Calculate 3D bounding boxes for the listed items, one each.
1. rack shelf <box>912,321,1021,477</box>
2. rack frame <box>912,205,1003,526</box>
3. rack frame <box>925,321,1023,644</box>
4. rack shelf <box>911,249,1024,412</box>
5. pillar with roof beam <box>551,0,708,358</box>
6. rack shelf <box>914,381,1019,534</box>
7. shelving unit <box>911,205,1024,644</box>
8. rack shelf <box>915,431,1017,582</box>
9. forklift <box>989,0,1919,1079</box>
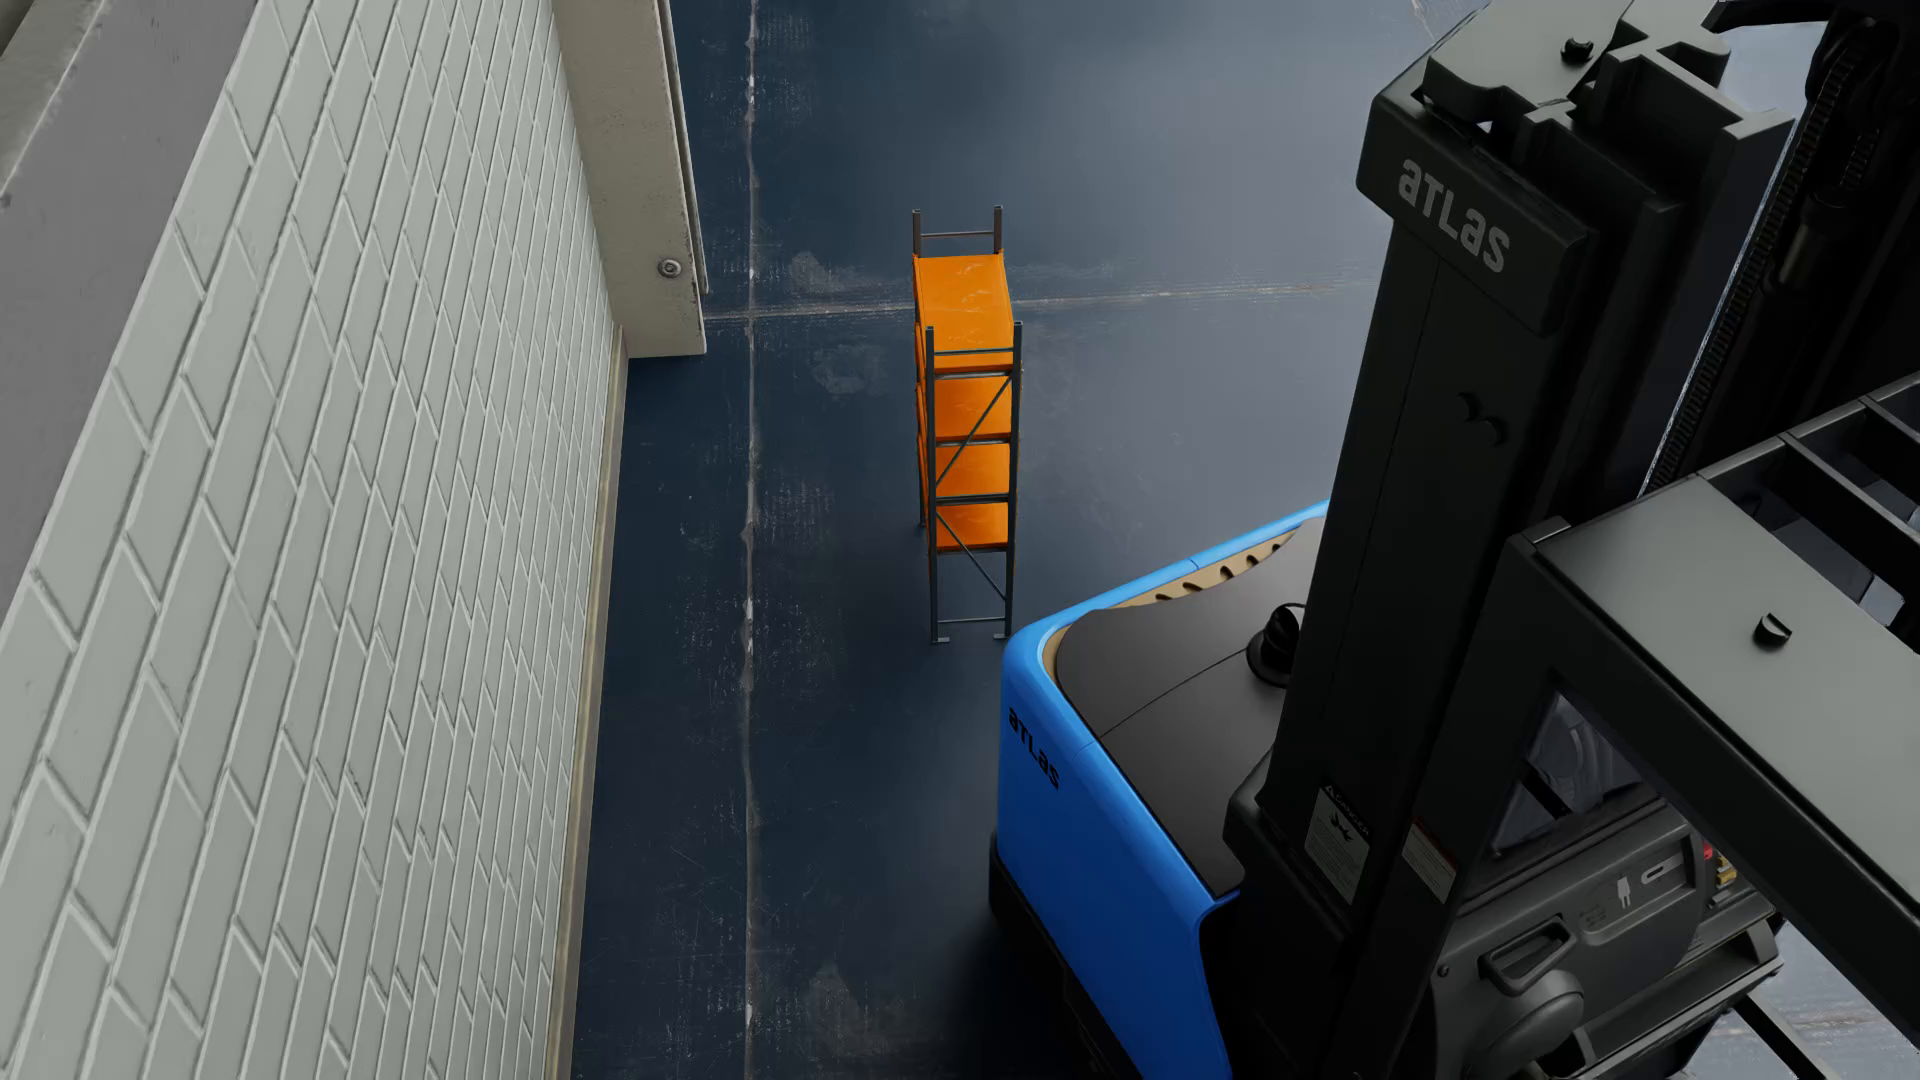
[{"bbox_3d":[0.014,-0.400,4.587,0.258,0.148,0.480,-3,47,-3],"label":"rack shelf"},{"bbox_3d":[-0.007,-0.469,4.868,0.240,1.200,0.015,-3,47,-3],"label":"rack frame"},{"bbox_3d":[0.034,-0.116,4.534,0.240,1.200,0.015,-3,47,-3],"label":"rack frame"},{"bbox_3d":[0.014,-0.563,4.416,0.258,0.148,0.480,-3,47,-3],"label":"rack shelf"},{"bbox_3d":[3.222,-4.148,2.980,9.100,9.000,0.400,-3,47,-3],"label":"pillar with roof beam"},{"bbox_3d":[0.014,-0.247,4.750,0.258,0.148,0.480,-3,47,-3],"label":"rack shelf"},{"bbox_3d":[0.014,-0.293,4.701,0.258,1.200,0.503,-3,47,-3],"label":"shelving unit"},{"bbox_3d":[0.014,-0.110,4.894,0.258,0.148,0.480,-3,47,-3],"label":"rack shelf"},{"bbox_3d":[1.221,0.711,2.558,1.130,2.935,3.031,-22,50,-19],"label":"forklift"}]
